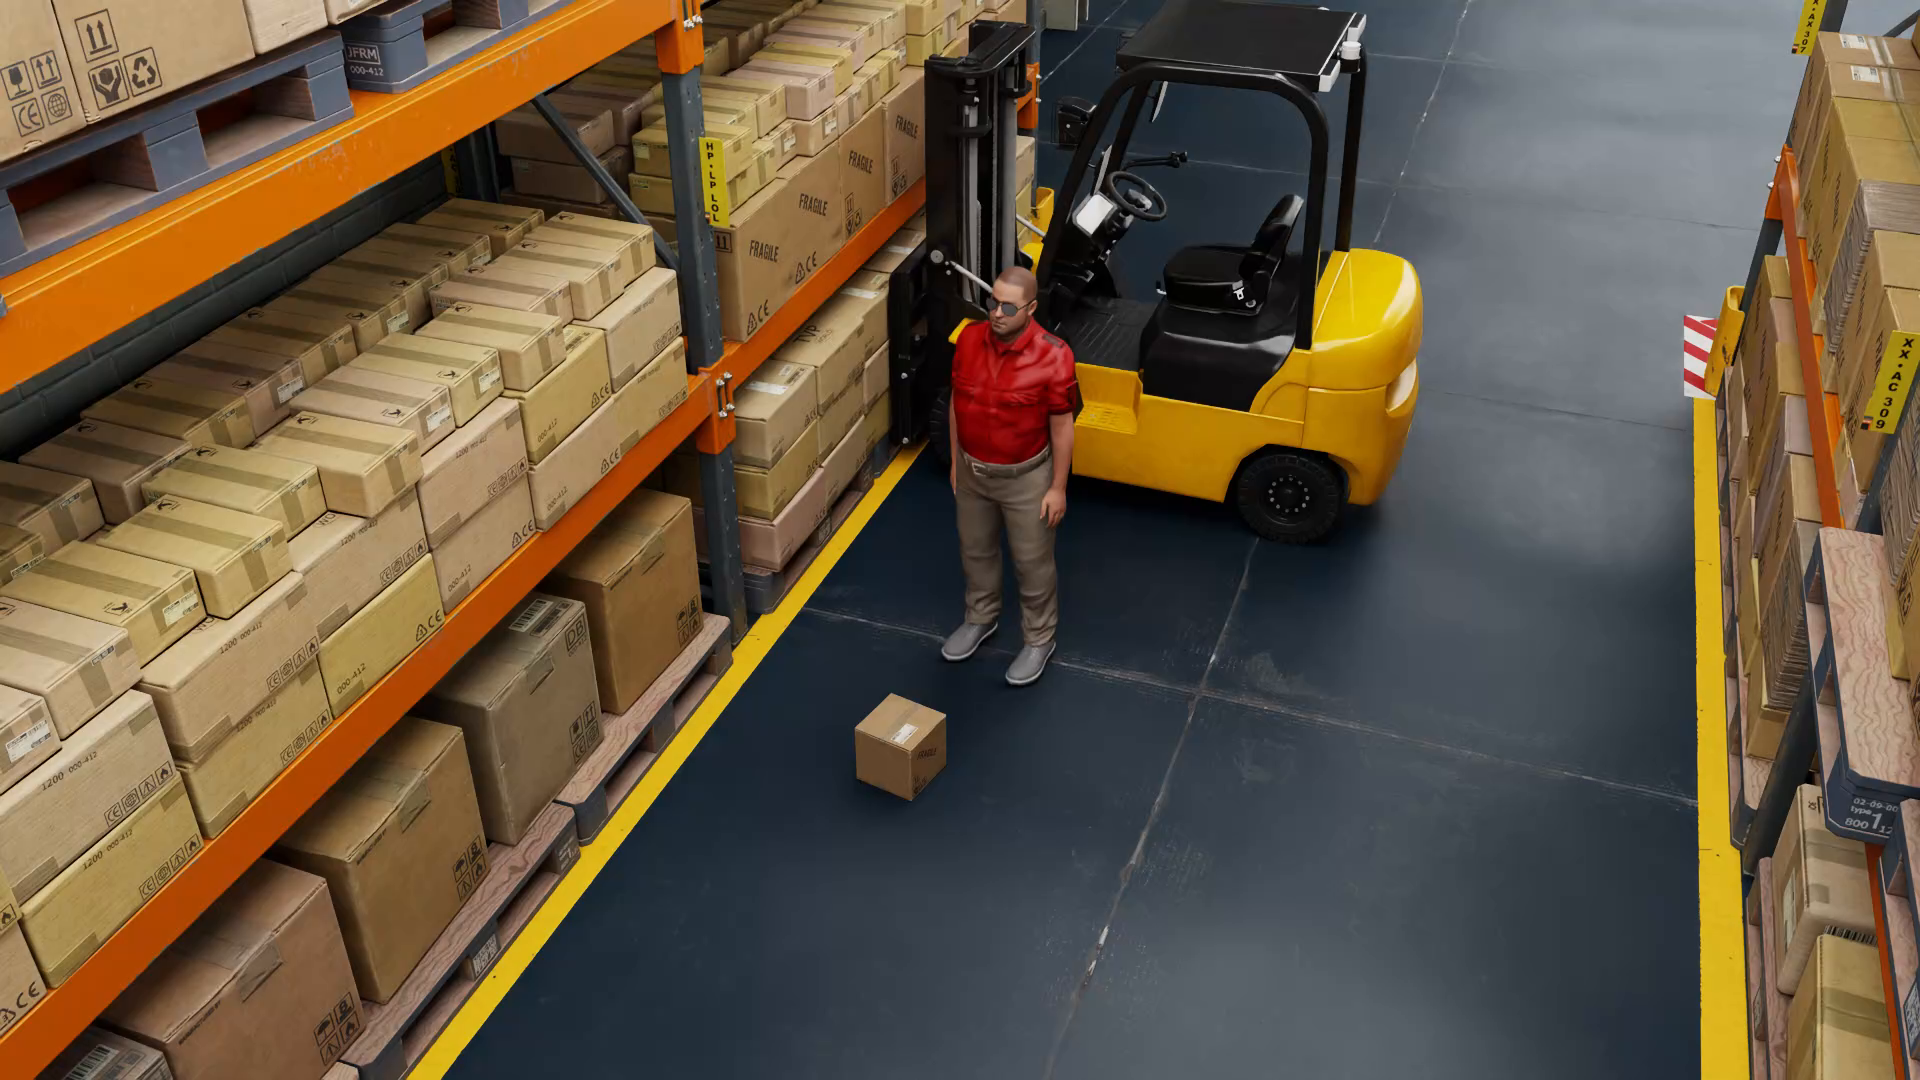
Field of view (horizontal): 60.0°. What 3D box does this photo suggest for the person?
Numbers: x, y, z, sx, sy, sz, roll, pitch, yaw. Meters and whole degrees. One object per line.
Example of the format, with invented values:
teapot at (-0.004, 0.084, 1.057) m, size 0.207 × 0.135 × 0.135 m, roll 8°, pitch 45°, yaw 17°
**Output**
person at (0.175, -0.247, 6.518) m, size 0.537 × 1.728 × 0.362 m, roll 18°, pitch 37°, yaw 25°
